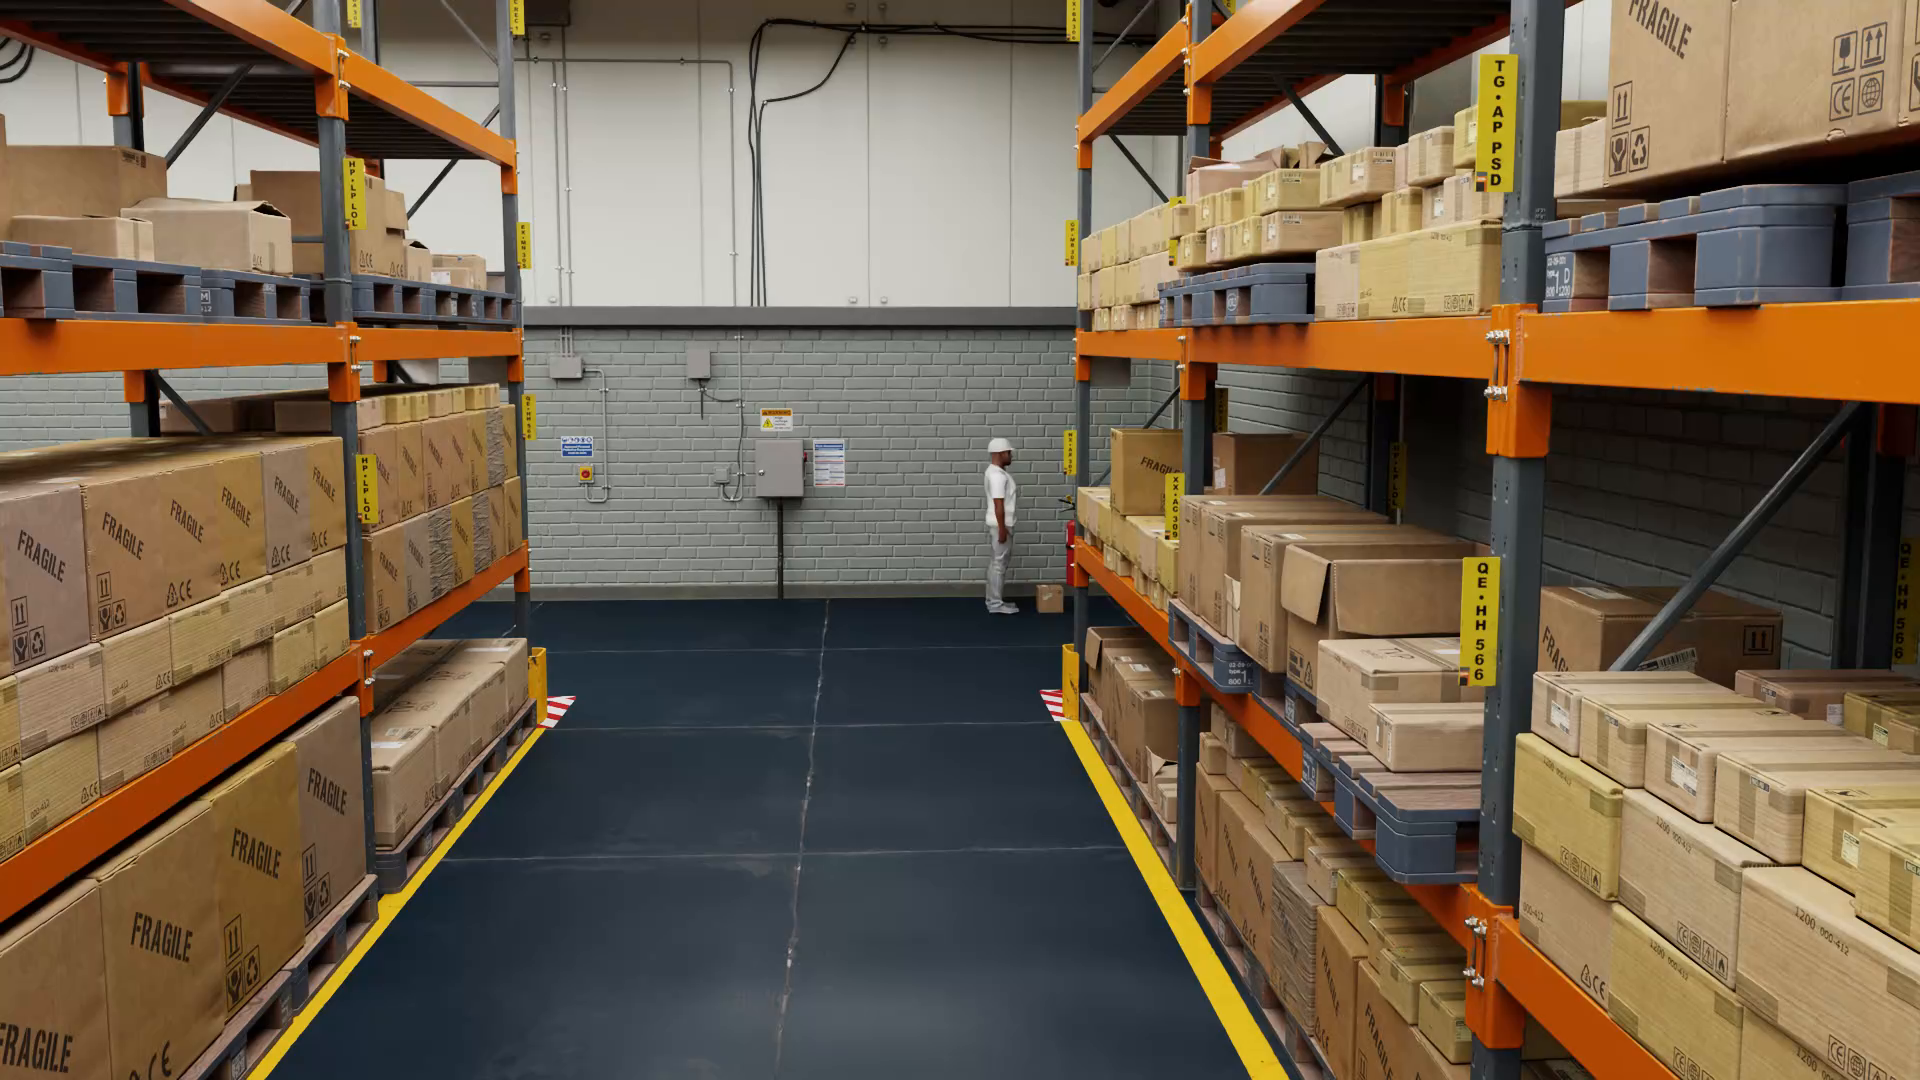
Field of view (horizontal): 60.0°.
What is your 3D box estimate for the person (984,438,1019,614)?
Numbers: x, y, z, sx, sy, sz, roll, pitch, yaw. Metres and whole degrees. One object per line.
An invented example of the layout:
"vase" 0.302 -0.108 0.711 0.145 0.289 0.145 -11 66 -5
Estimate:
"person" 0.418 -0.149 16.887 0.353 1.764 0.563 0 7 -2
